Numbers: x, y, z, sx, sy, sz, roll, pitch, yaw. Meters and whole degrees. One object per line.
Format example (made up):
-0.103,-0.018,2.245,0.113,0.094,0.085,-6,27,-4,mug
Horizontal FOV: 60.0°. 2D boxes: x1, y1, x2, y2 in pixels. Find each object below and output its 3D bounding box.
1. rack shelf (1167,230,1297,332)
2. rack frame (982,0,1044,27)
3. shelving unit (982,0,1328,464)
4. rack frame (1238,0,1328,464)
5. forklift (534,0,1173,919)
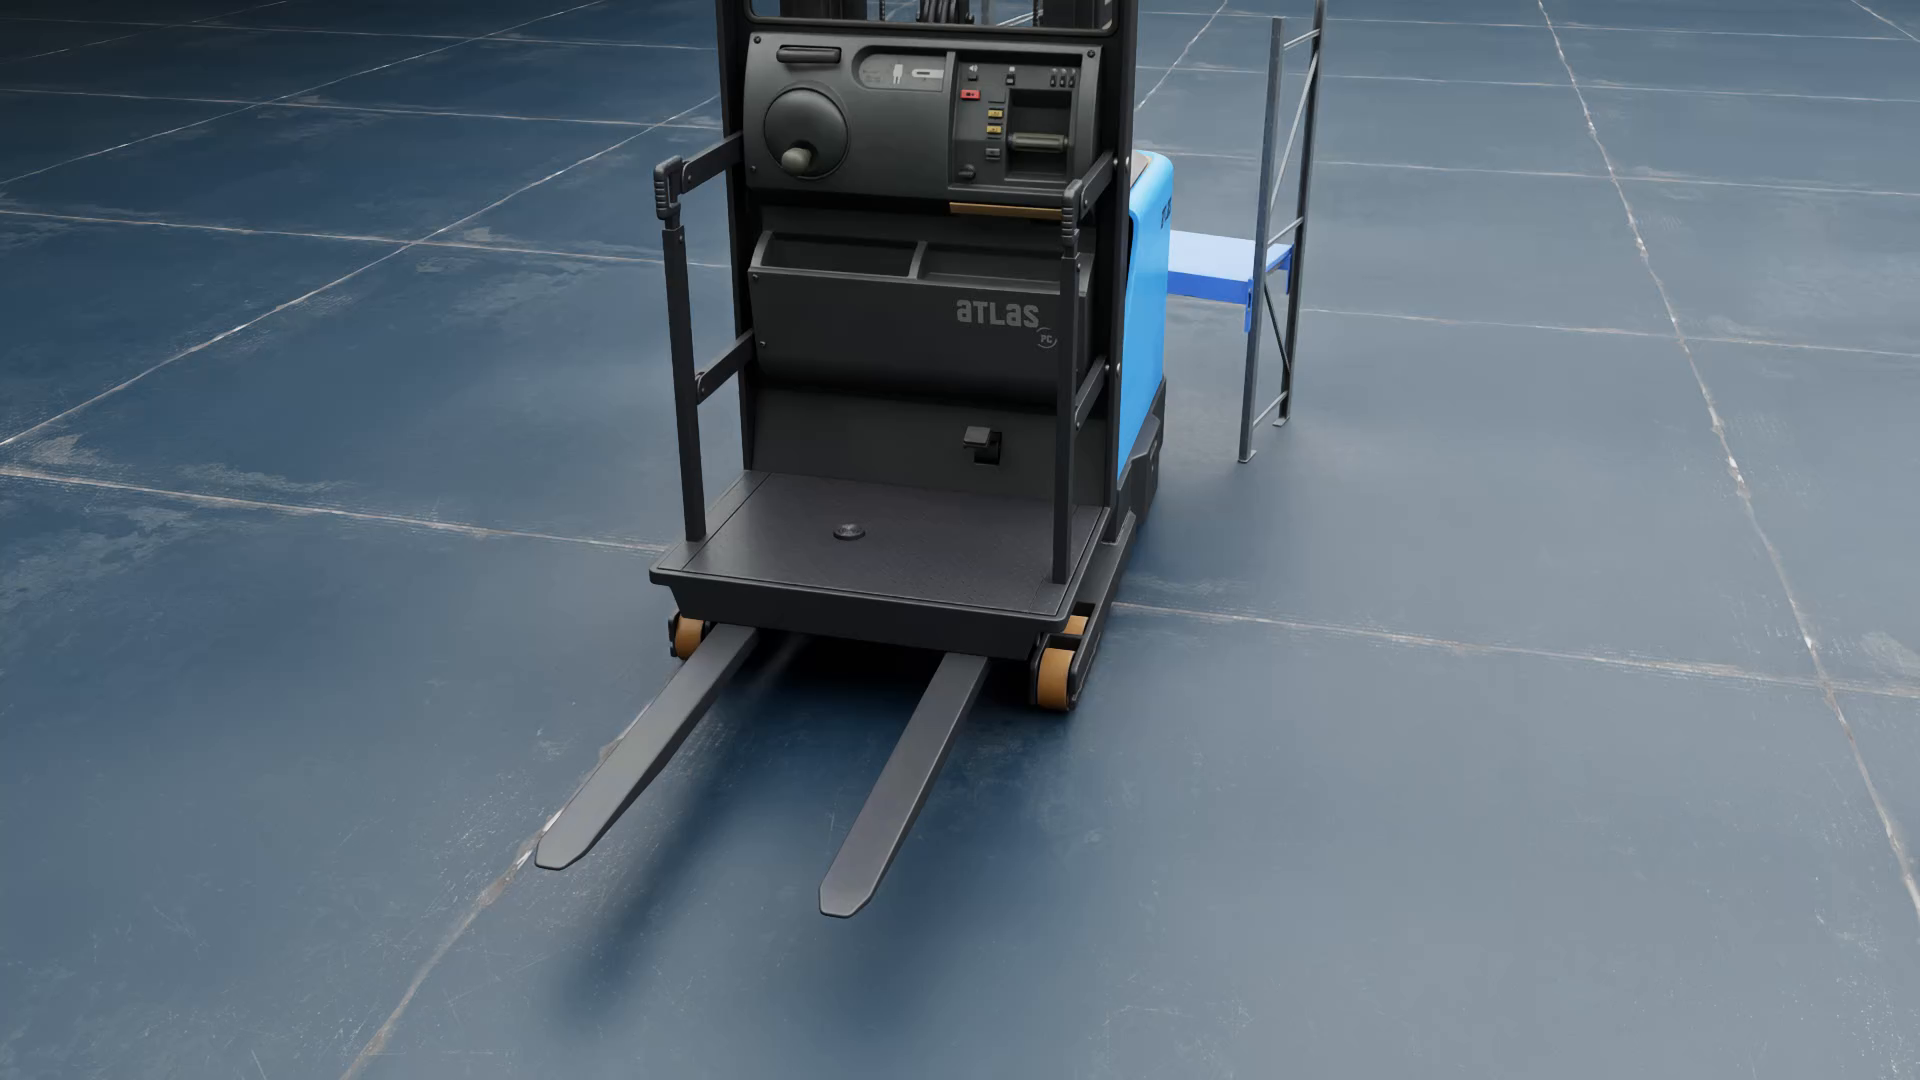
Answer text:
0.652,-0.981,5.984,1.000,0.185,0.538,13,28,25,rack shelf
0.202,-1.245,6.120,0.032,1.500,0.500,13,28,25,rack frame
0.652,-1.143,5.907,1.048,1.500,0.538,13,28,25,shelving unit
1.102,-1.042,5.694,0.032,1.500,0.500,13,28,25,rack frame
-0.158,-1.061,4.069,1.130,2.935,3.031,6,26,13,forklift
